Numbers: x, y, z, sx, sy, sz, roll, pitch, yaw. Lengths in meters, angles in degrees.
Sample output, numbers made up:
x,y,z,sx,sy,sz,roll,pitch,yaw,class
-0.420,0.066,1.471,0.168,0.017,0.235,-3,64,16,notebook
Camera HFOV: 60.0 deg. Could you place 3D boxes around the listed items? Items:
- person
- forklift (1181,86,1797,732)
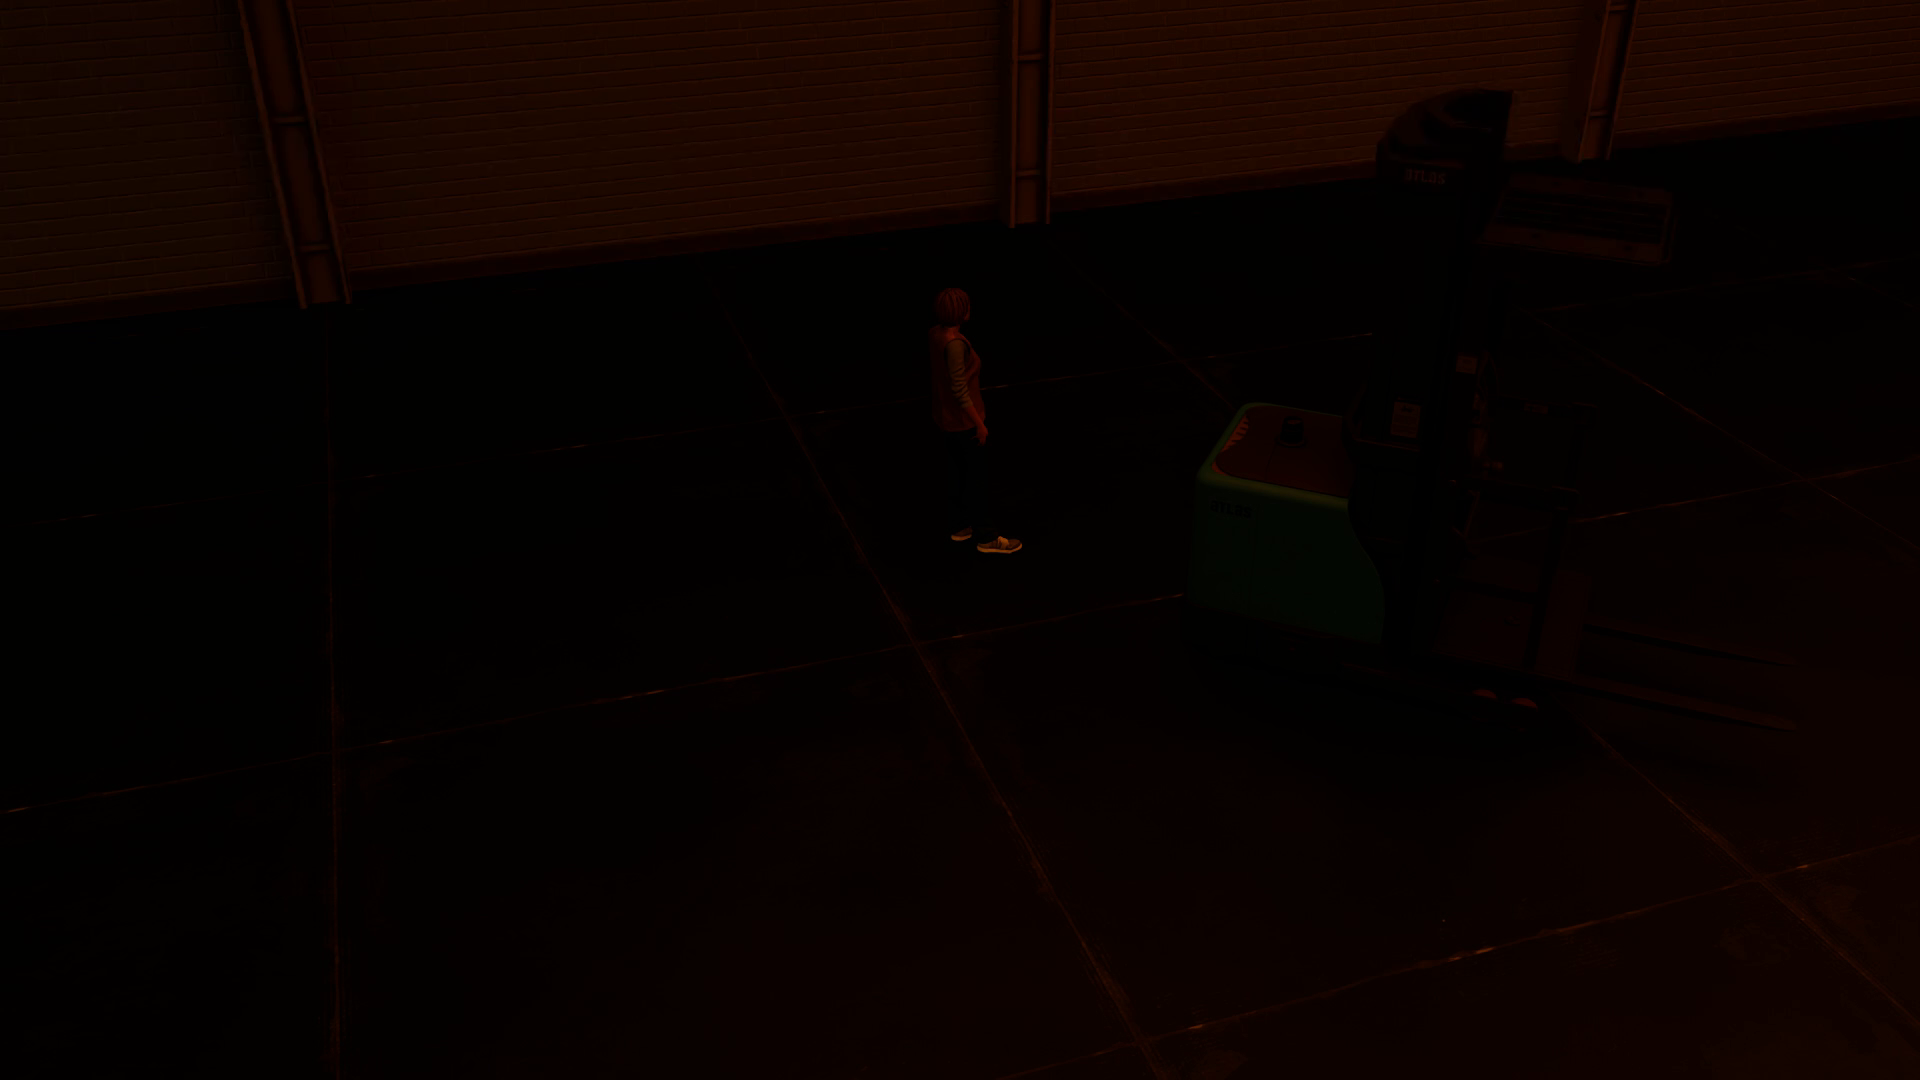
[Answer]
x,y,z,sx,sy,sz,roll,pitch,yaw,class
0.075,-0.704,9.633,0.473,1.599,0.520,-10,31,-16,person
2.760,-0.612,8.150,3.031,2.935,1.130,12,32,20,forklift
